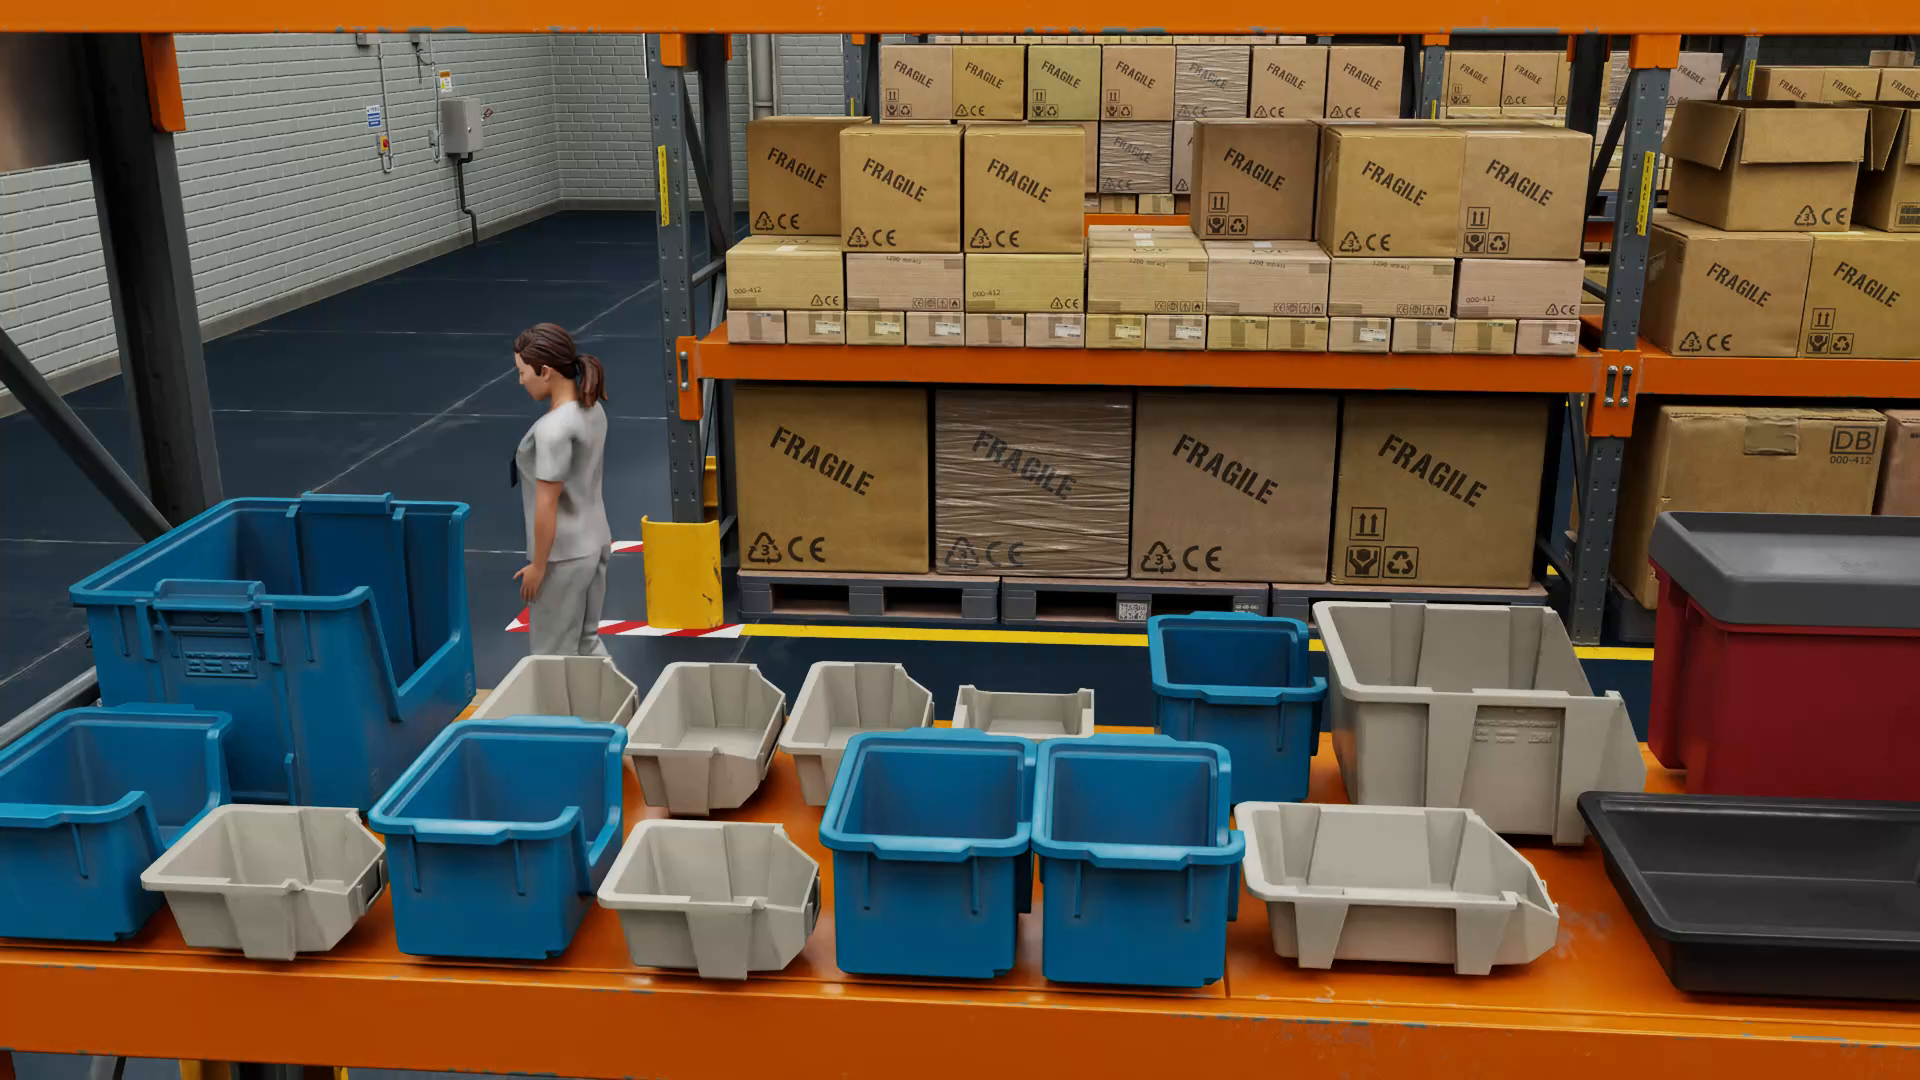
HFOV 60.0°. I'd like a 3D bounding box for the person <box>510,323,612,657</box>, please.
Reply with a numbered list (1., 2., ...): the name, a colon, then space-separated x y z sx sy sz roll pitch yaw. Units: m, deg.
1. person: -1.381 0.063 5.876 0.367 1.672 0.443 2 18 5
